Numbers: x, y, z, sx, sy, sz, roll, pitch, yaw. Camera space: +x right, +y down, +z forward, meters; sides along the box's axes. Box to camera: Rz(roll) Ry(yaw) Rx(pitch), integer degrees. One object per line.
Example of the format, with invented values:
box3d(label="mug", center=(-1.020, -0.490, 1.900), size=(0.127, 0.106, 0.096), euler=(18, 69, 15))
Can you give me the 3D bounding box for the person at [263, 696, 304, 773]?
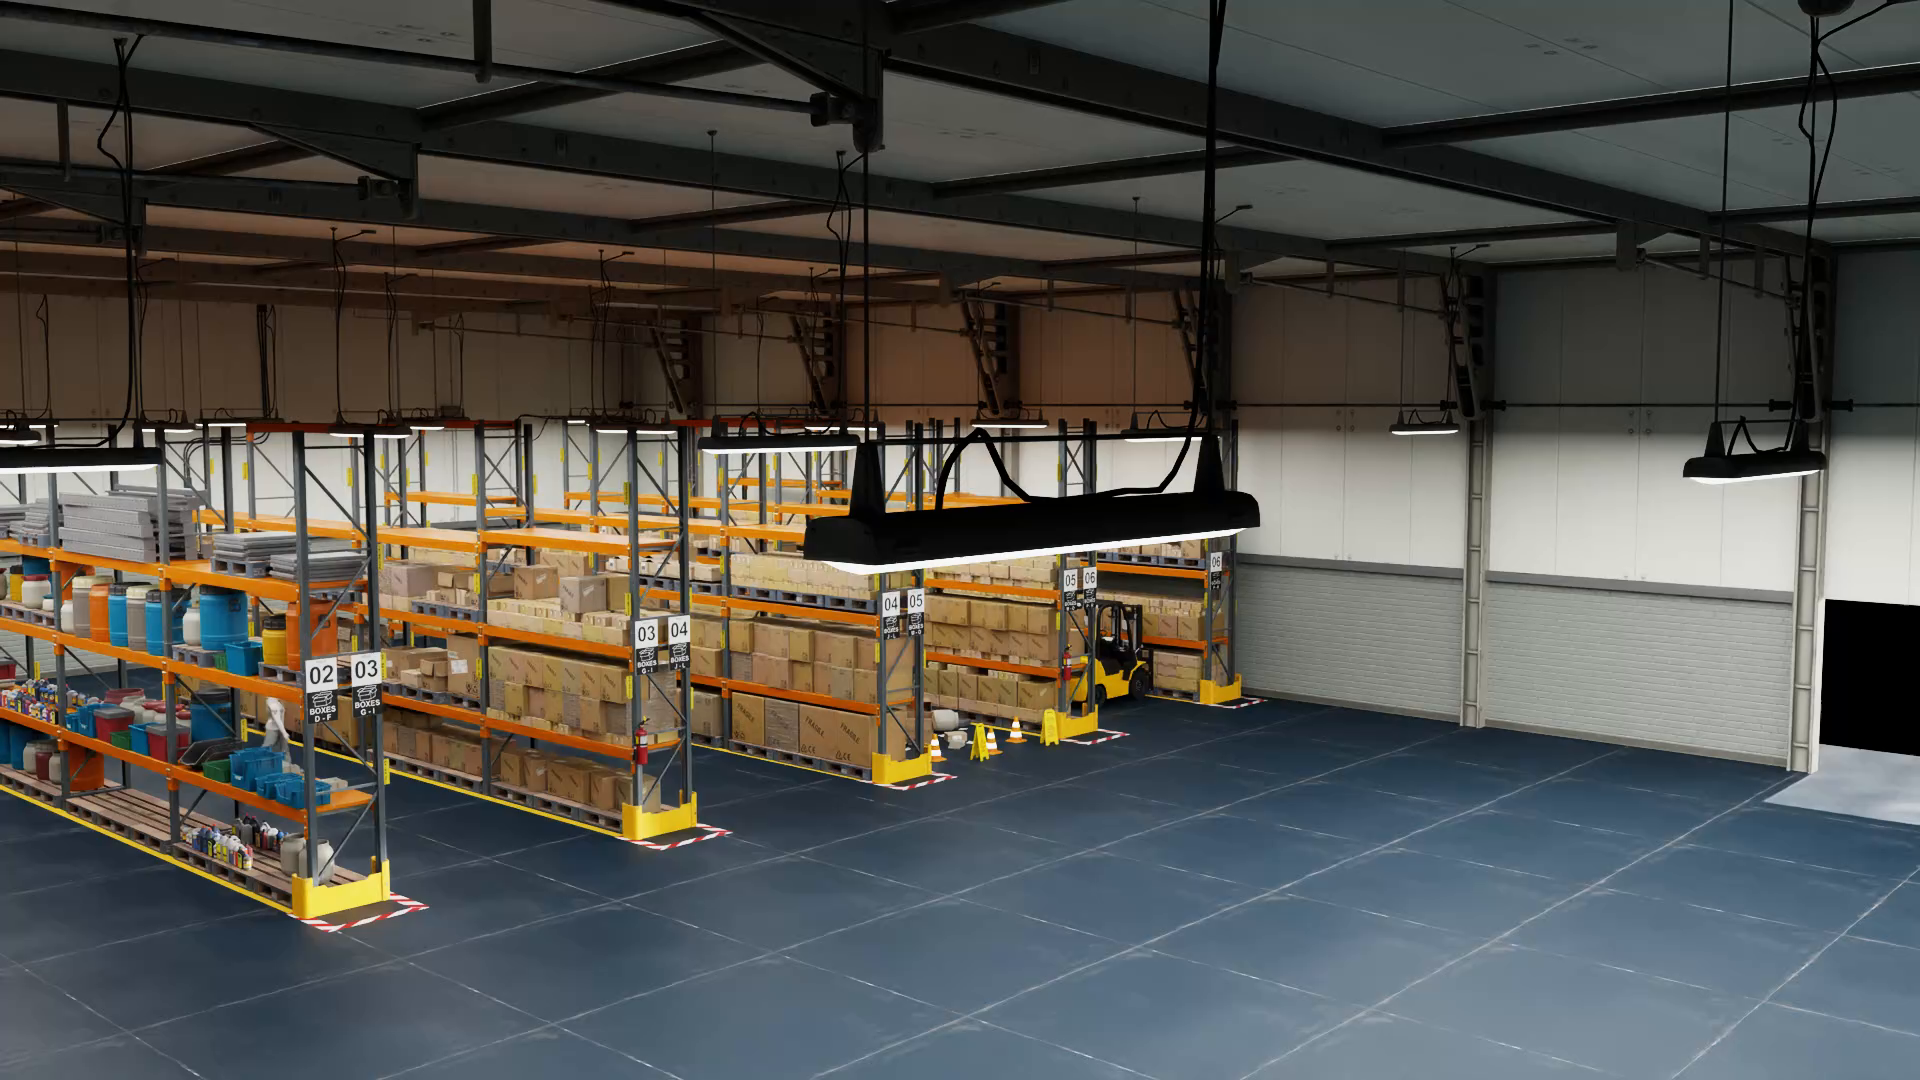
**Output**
box3d(label="person", center=(-11.576, 3.211, 28.078), size=(0.890, 1.646, 0.573), euler=(-2, 5, -20))
